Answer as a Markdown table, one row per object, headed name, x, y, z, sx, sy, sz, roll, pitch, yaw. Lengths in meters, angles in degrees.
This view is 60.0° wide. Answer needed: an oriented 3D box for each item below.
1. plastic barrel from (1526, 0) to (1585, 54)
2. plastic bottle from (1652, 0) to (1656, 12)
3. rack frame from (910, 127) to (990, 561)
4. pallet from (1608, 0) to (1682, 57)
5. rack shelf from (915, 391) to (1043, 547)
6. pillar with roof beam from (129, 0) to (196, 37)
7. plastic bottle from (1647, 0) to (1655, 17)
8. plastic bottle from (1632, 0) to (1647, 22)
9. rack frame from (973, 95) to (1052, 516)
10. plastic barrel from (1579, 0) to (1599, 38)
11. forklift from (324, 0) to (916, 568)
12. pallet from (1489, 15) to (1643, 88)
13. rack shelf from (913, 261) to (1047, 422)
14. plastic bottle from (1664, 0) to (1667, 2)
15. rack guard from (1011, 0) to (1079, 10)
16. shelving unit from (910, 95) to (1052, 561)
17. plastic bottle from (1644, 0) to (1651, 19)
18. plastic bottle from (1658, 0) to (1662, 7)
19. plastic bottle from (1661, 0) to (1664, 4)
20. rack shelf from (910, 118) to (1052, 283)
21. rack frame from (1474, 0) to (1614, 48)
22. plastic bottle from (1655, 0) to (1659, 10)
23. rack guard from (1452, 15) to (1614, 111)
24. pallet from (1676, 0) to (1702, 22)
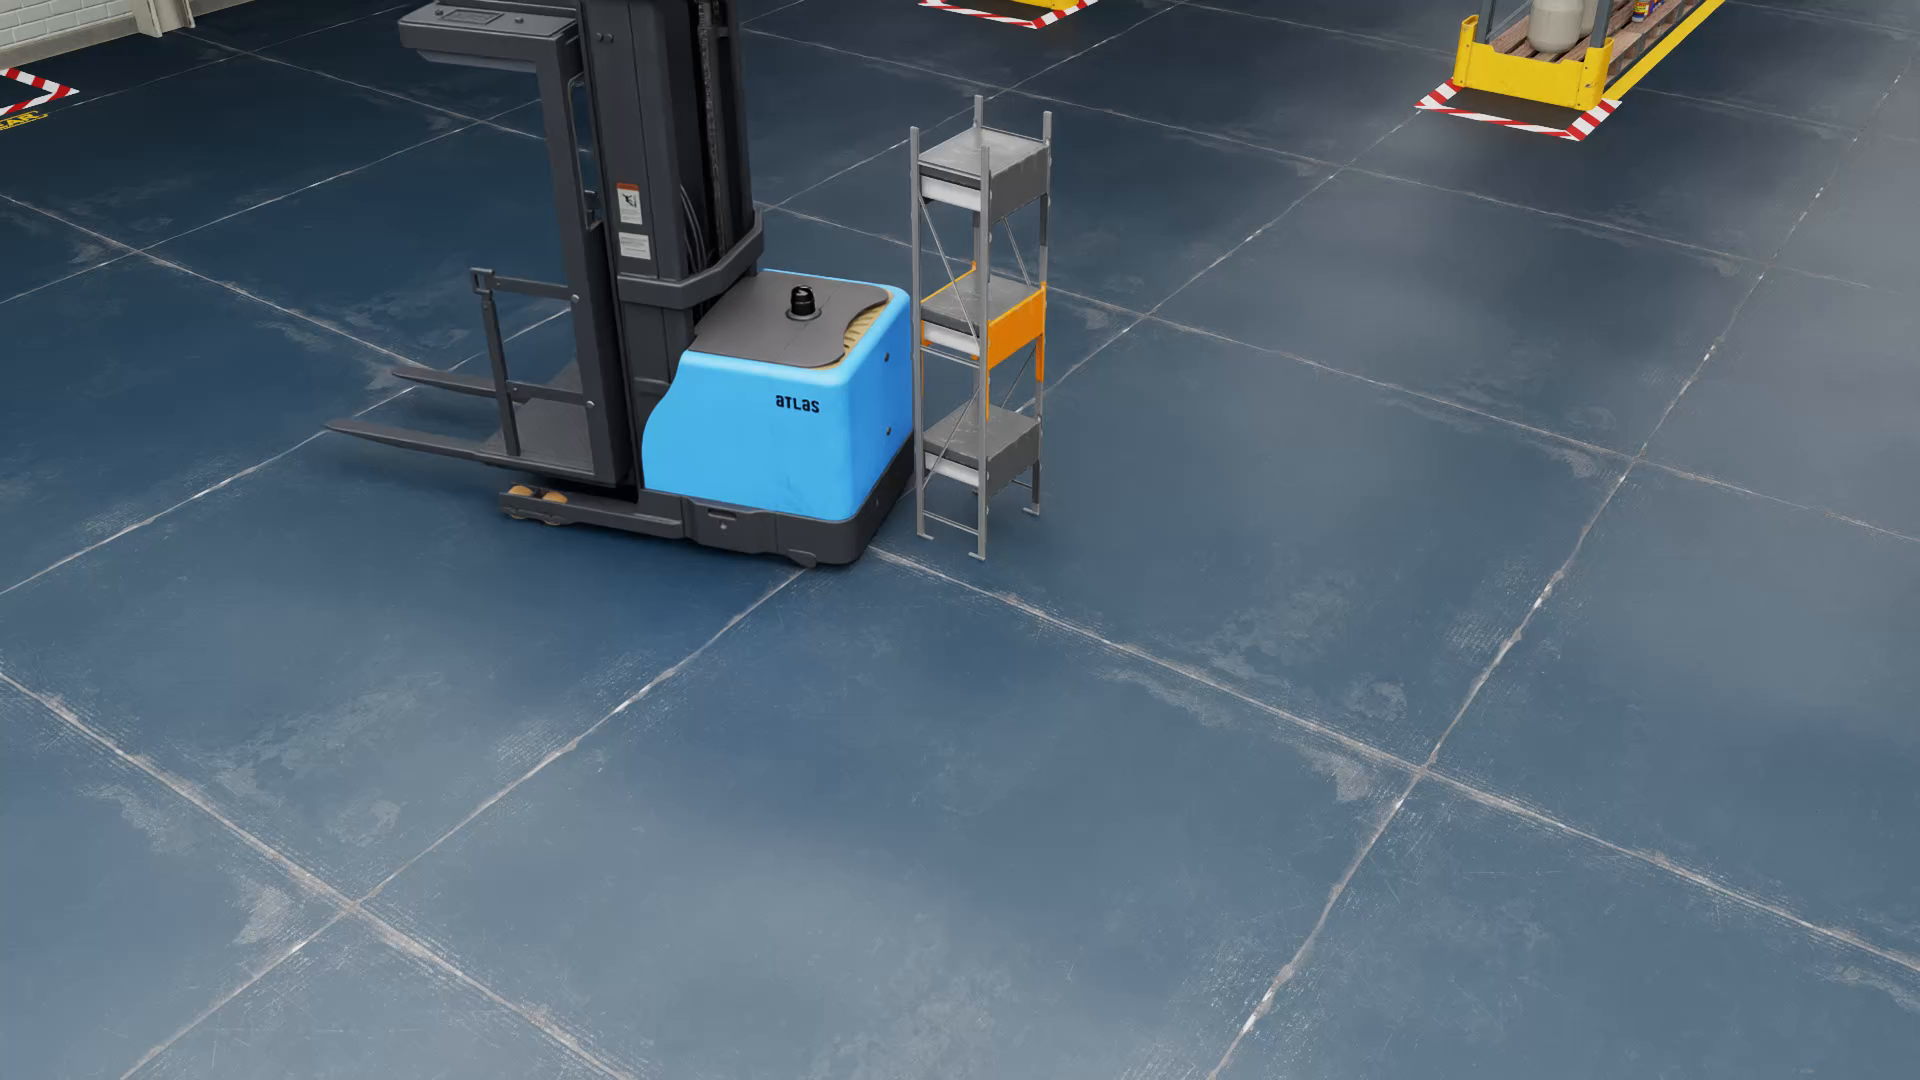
| name | x | y | z | sx | sy | sz | roll | pitch | yaw |
| --- | --- | --- | --- | --- | --- | --- | --- | --- | --- |
| plastic barrel | 4.971 | -4.359 | 13.863 | 0.421 | 0.512 | 0.421 | 0 | 34 | 0 |
| plastic bottle | 6.143 | -4.833 | 14.761 | 0.097 | 0.271 | 0.097 | 0 | 34 | 0 |
| rack frame | -0.045 | -0.834 | 7.608 | 0.400 | 2.100 | 0.015 | 21 | 39 | 28 |
| pallet | 5.827 | -4.714 | 15.032 | 1.003 | 0.211 | 1.213 | 21 | 39 | 28 |
| rack shelf | 0.094 | -0.355 | 8.174 | 0.431 | 0.518 | 0.480 | 21 | 39 | 28 |
| pillar with roof beam | -3.677 | -7.000 | 10.567 | 9.100 | 9.000 | 0.400 | 21 | 39 | 28 |
| plastic bottle | 6.092 | -4.778 | 14.670 | 0.061 | 0.283 | 0.133 | 22 | 40 | 29 |
| plastic bottle | 5.948 | -4.675 | 14.528 | 0.097 | 0.271 | 0.097 | 0 | 34 | 0 |
| rack frame | 0.234 | -1.058 | 7.940 | 0.400 | 2.100 | 0.015 | 21 | 39 | 28 |
| plastic barrel | 5.256 | -4.589 | 14.205 | 0.421 | 0.512 | 0.421 | 0 | 34 | 0 |
| forklift | -1.805 | -1.557 | 7.936 | 3.031 | 2.935 | 1.130 | 10 | 35 | 14 |
| pallet | 5.130 | -4.155 | 14.206 | 1.003 | 0.211 | 1.213 | 21 | 39 | 28 |
| rack shelf | 0.094 | -0.935 | 7.782 | 0.431 | 0.518 | 0.480 | 21 | 39 | 28 |
| plastic bottle | 6.374 | -4.990 | 15.056 | 0.097 | 0.201 | 0.097 | 0 | 34 | 0 |
| rack guard | 0.577 | -5.425 | 15.826 | 1.175 | 0.500 | 0.348 | 21 | 39 | 28 |
| shelving unit | 0.094 | -0.946 | 7.774 | 0.431 | 2.100 | 0.503 | 21 | 39 | 28 |
| plastic bottle | 6.007 | -4.693 | 14.618 | 0.097 | 0.201 | 0.097 | 0 | 34 | 0 |
| plastic bottle | 6.257 | -4.895 | 14.916 | 0.097 | 0.201 | 0.097 | 0 | 34 | 0 |
| plastic bottle | 6.316 | -4.972 | 14.967 | 0.097 | 0.271 | 0.097 | 0 | 34 | 0 |
| rack shelf | 0.094 | -1.515 | 7.390 | 0.431 | 0.518 | 0.480 | 21 | 39 | 28 |
| rack frame | 4.658 | -4.888 | 12.800 | 1.000 | 3.000 | 0.127 | 21 | 39 | 28 |
| plastic bottle | 6.200 | -4.879 | 14.829 | 0.097 | 0.271 | 0.097 | 0 | 34 | 0 |
| rack guard | 4.663 | -3.902 | 13.574 | 1.175 | 0.500 | 0.348 | 21 | 39 | 28 |
| pallet | 6.522 | -5.278 | 15.866 | 1.003 | 0.211 | 1.213 | 21 | 39 | 28 |
